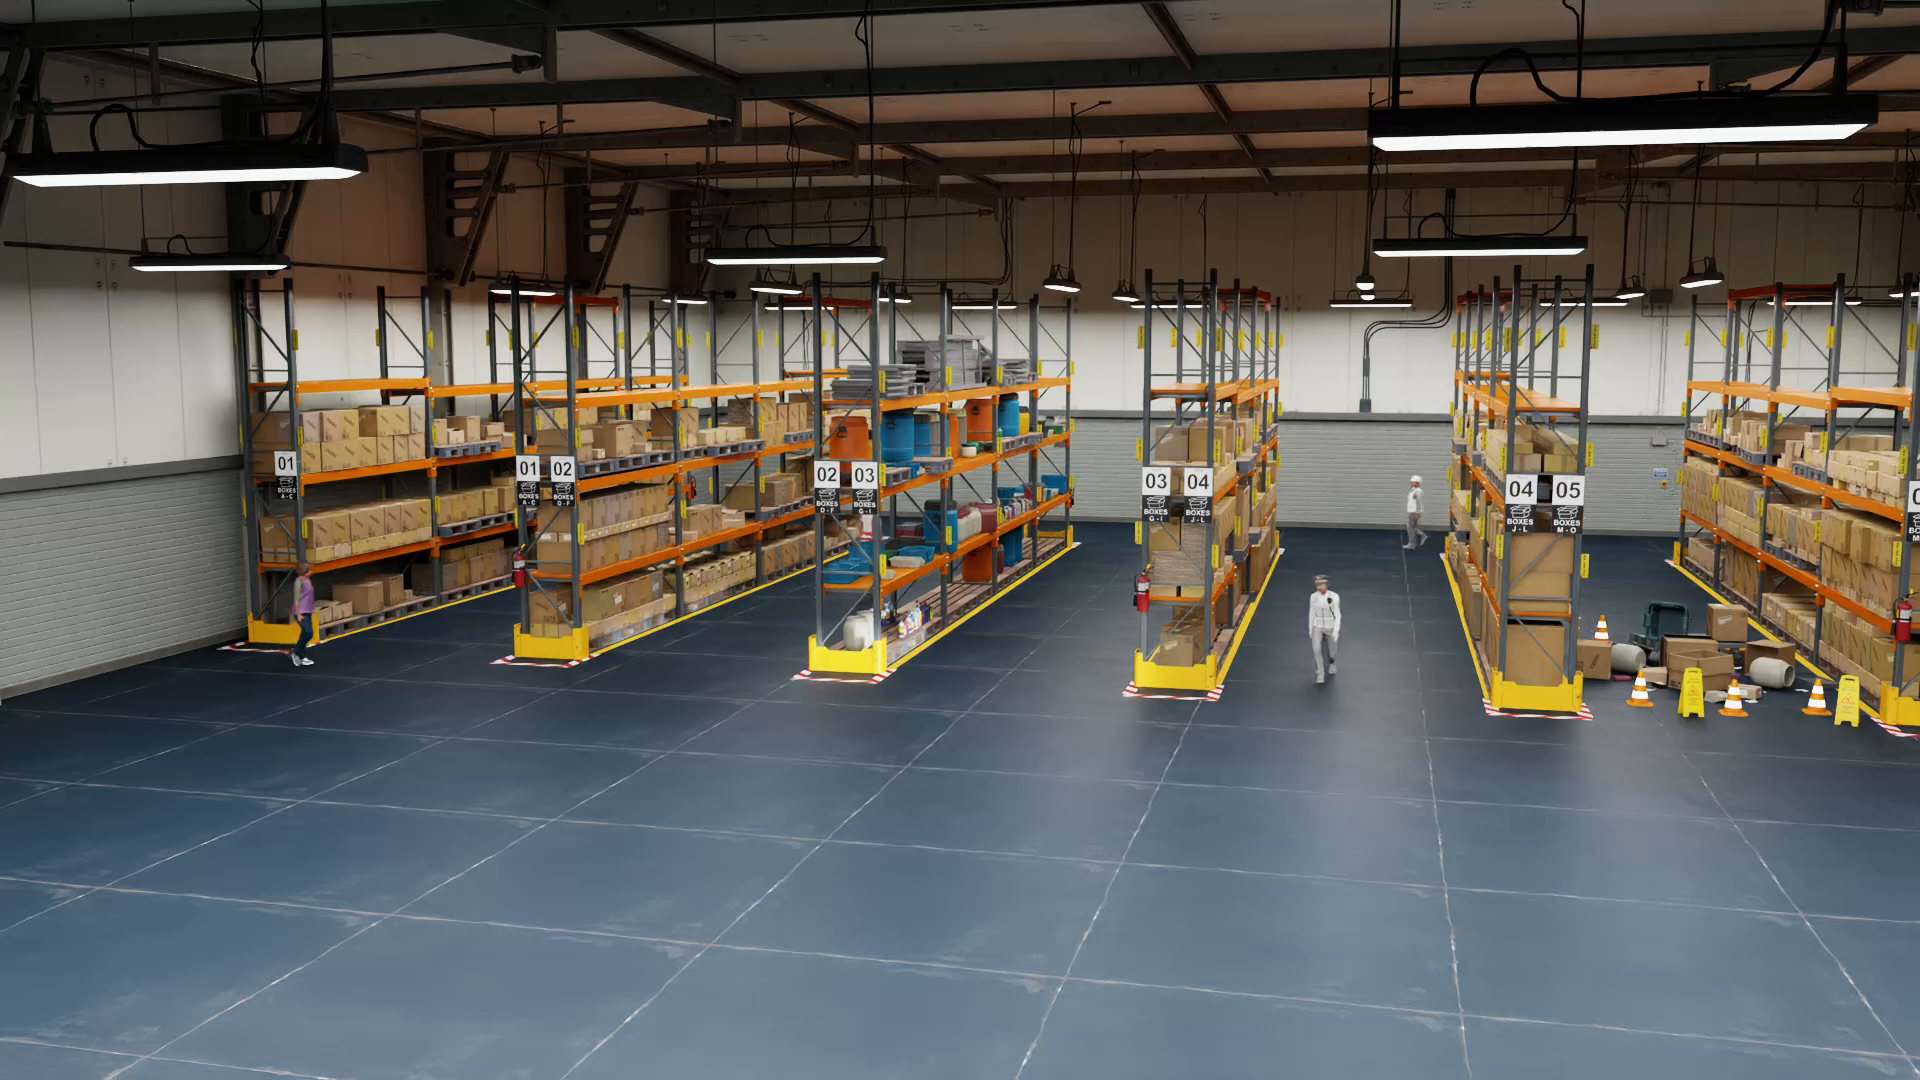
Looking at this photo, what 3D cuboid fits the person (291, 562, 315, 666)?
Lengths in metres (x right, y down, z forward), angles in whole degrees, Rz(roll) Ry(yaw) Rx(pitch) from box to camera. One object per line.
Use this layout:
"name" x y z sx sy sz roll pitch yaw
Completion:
"person" -10.087 1.137 25.564 0.390 1.595 0.447 0 7 4

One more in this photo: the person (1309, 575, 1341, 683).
"person" 5.390 1.282 24.592 0.474 1.542 0.964 2 7 18

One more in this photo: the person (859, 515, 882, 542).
"person" -1.726 0.052 32.334 0.594 1.747 0.588 5 9 37

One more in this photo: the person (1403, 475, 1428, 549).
"person" 10.941 -0.668 39.872 0.606 1.765 0.552 1 7 10
